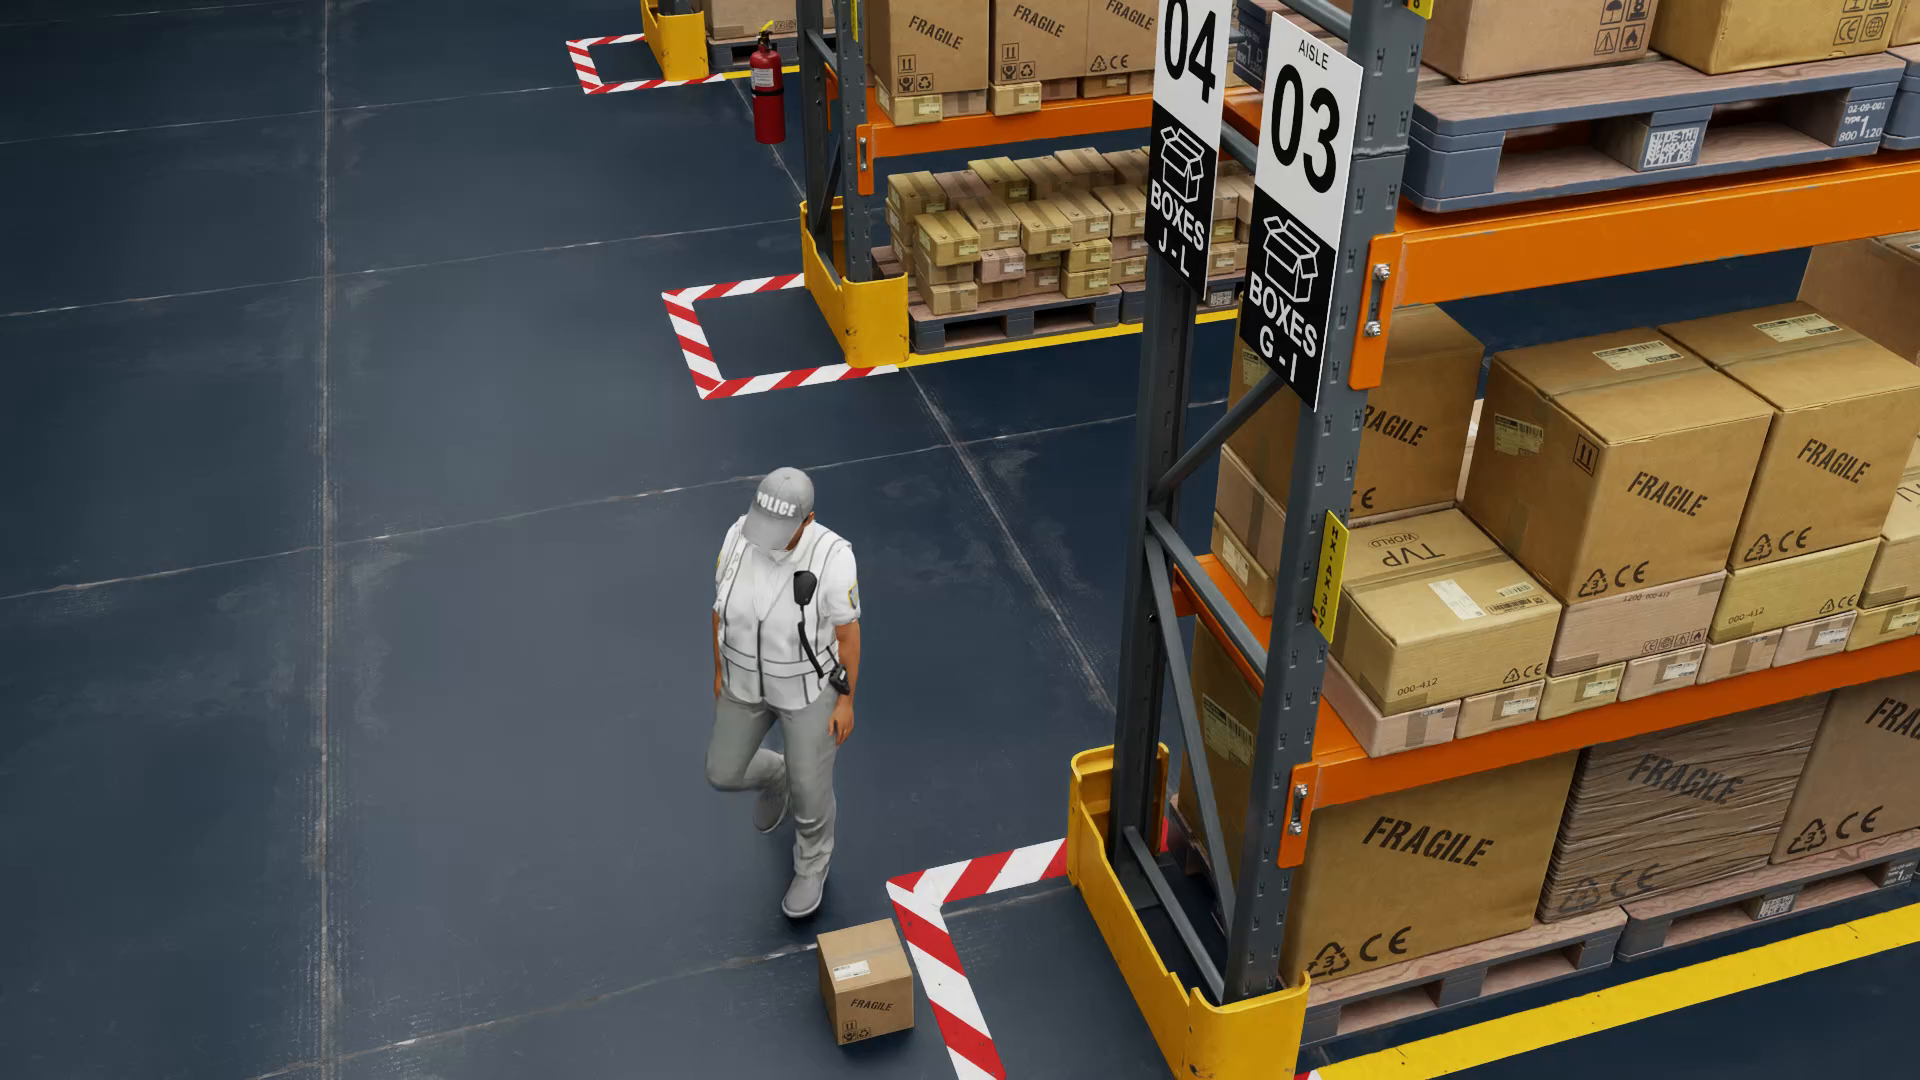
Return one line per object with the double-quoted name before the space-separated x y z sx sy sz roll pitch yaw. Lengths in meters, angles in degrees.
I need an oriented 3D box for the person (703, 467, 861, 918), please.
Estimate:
"person" -0.570 0.458 5.440 0.518 1.651 0.553 11 36 16
